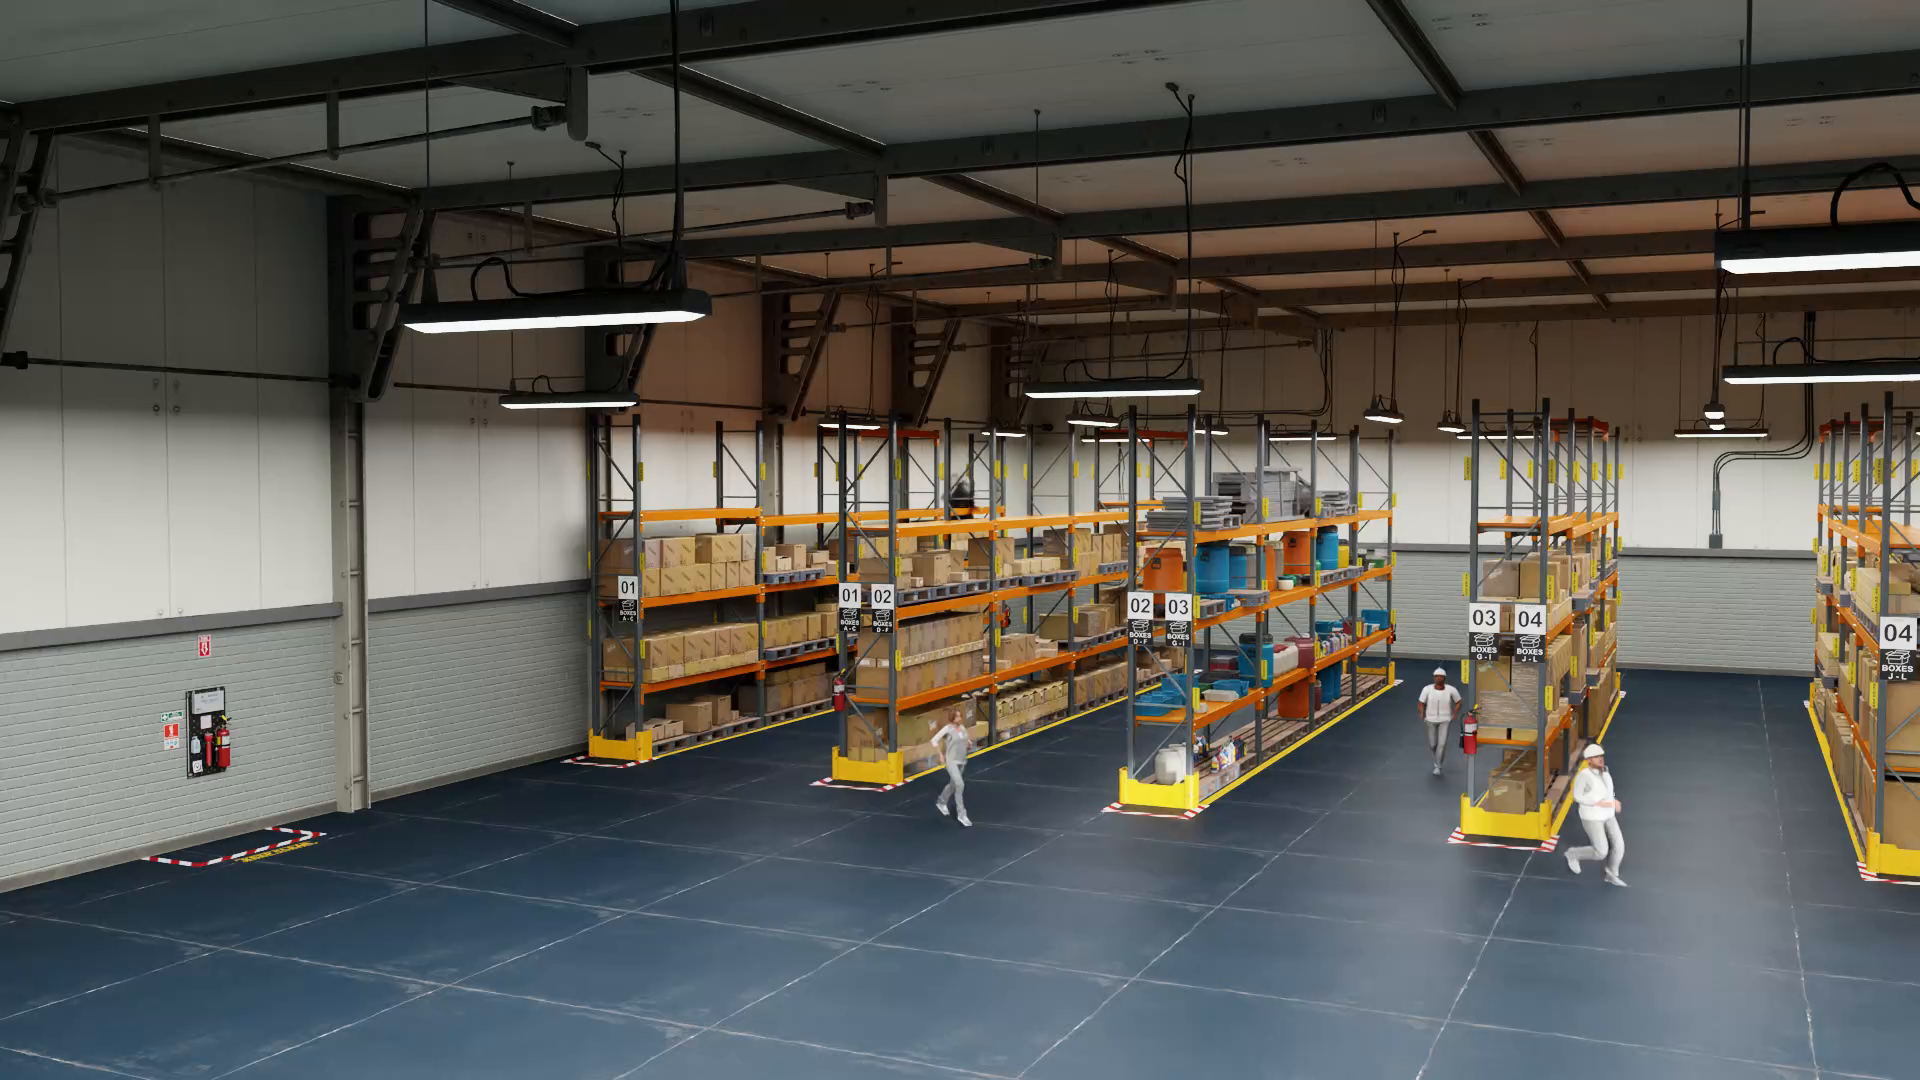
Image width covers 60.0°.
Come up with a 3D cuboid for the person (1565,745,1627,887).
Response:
[{"bbox_3d":[7.698,3.335,20.206,0.689,1.719,0.661,-1,3,-32],"label":"person"}]

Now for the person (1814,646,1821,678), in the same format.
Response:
[{"bbox_3d":[19.036,2.621,36.294,0.724,1.823,0.685,0,2,9],"label":"person"}]

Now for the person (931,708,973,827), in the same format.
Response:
[{"bbox_3d":[-0.086,3.210,23.702,0.797,1.626,0.519,2,3,44],"label":"person"}]

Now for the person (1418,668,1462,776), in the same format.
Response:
[{"bbox_3d":[7.970,3.000,27.649,0.687,1.738,0.780,1,2,20],"label":"person"}]
